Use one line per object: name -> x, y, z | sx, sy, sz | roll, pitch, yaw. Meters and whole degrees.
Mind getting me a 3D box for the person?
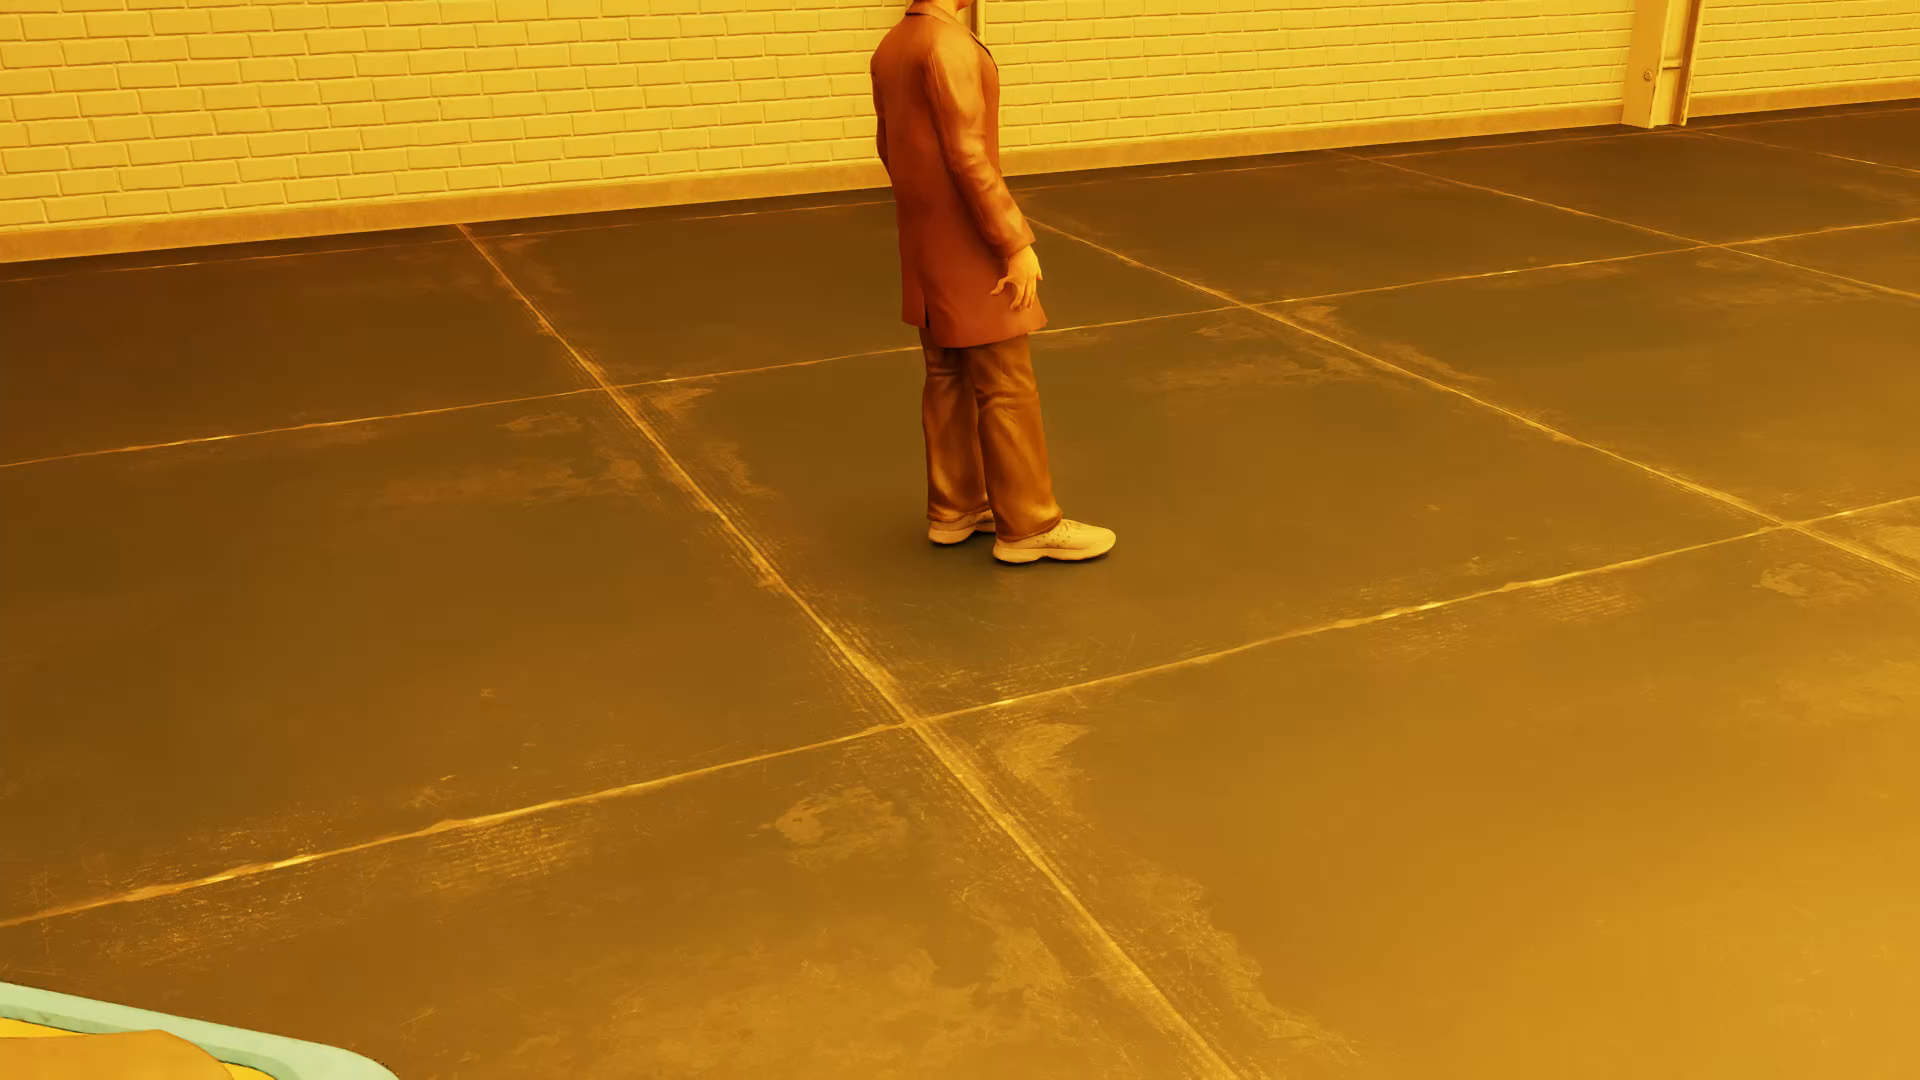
person -> 0.084, -0.841, 4.794 | 0.582, 1.776, 0.696 | -10, 25, -23
